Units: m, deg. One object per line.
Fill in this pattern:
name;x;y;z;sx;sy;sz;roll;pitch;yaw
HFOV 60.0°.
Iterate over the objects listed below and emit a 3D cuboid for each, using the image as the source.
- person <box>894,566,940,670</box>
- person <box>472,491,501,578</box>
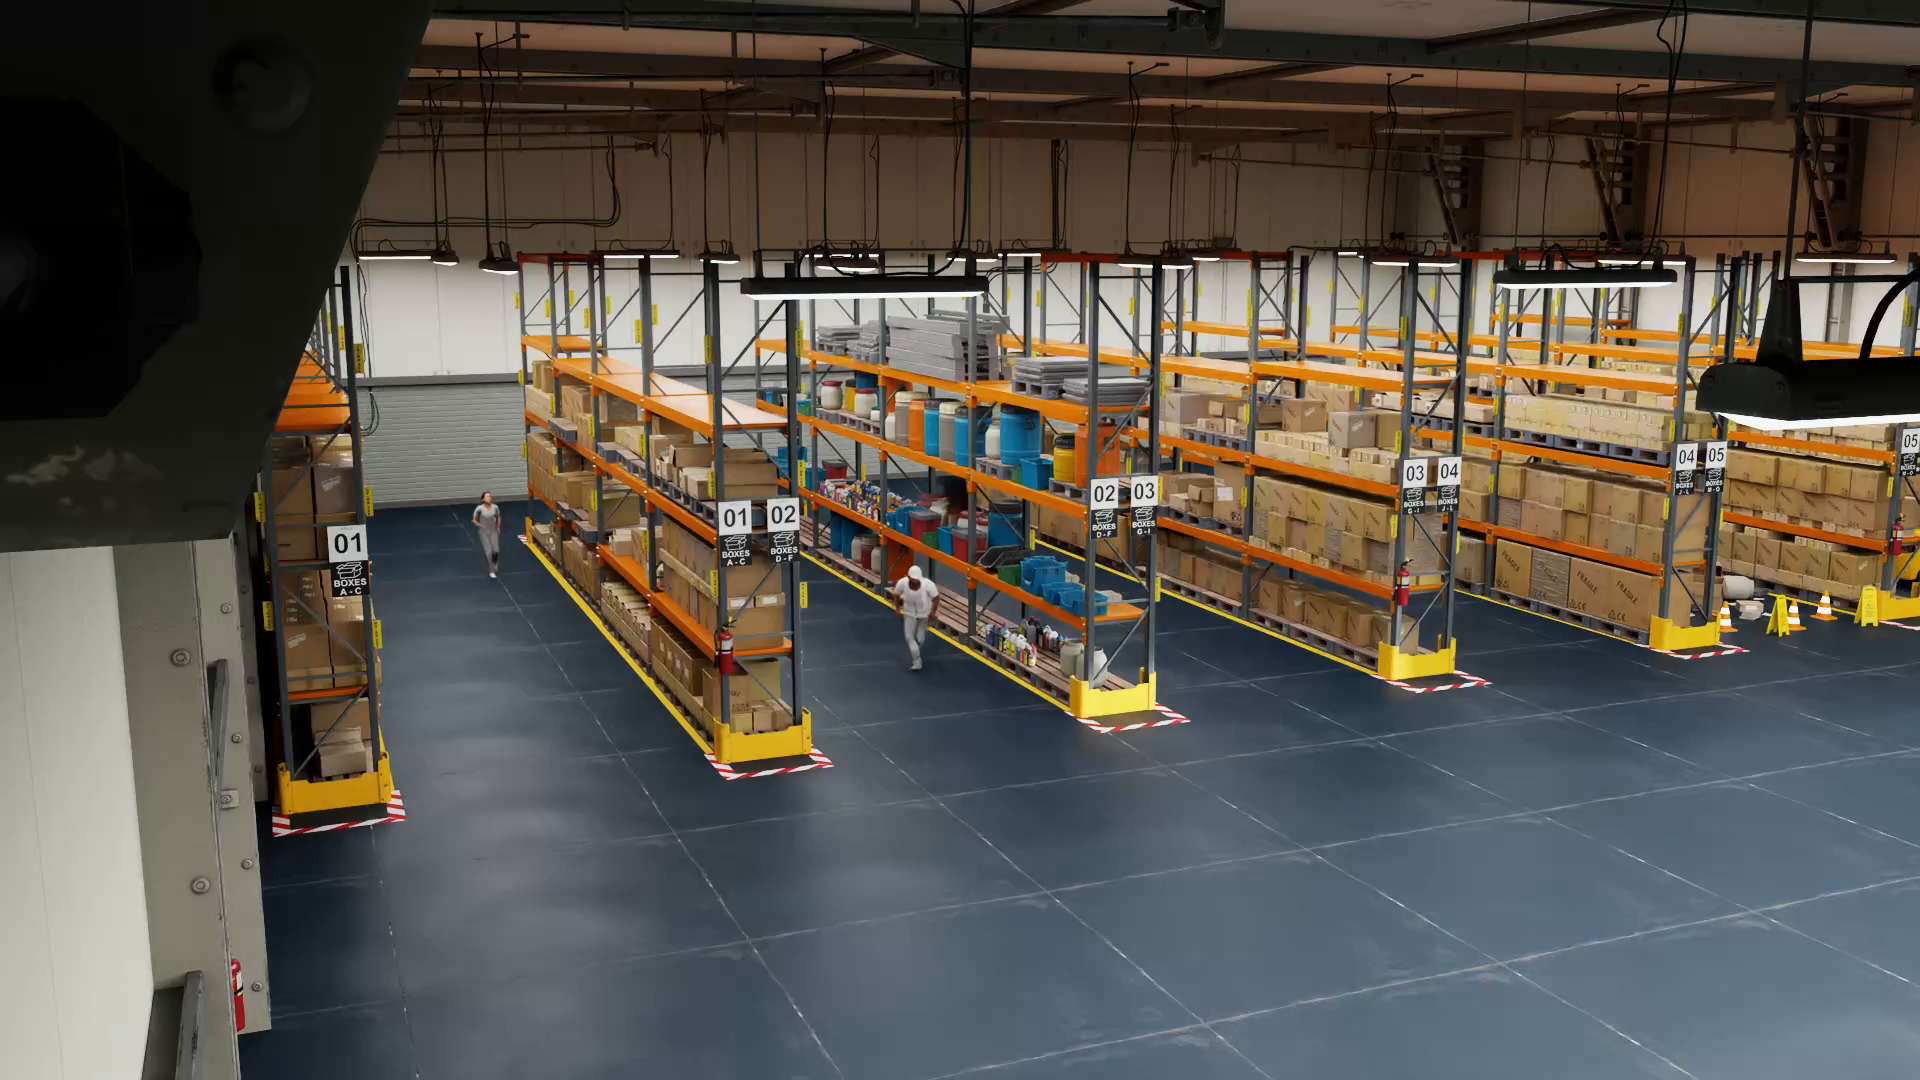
person;-0.630;1.103;24.628;0.682;1.616;1.091;1;10;5
person;-8.817;-0.106;31.093;0.554;1.639;0.582;-6;12;-29
